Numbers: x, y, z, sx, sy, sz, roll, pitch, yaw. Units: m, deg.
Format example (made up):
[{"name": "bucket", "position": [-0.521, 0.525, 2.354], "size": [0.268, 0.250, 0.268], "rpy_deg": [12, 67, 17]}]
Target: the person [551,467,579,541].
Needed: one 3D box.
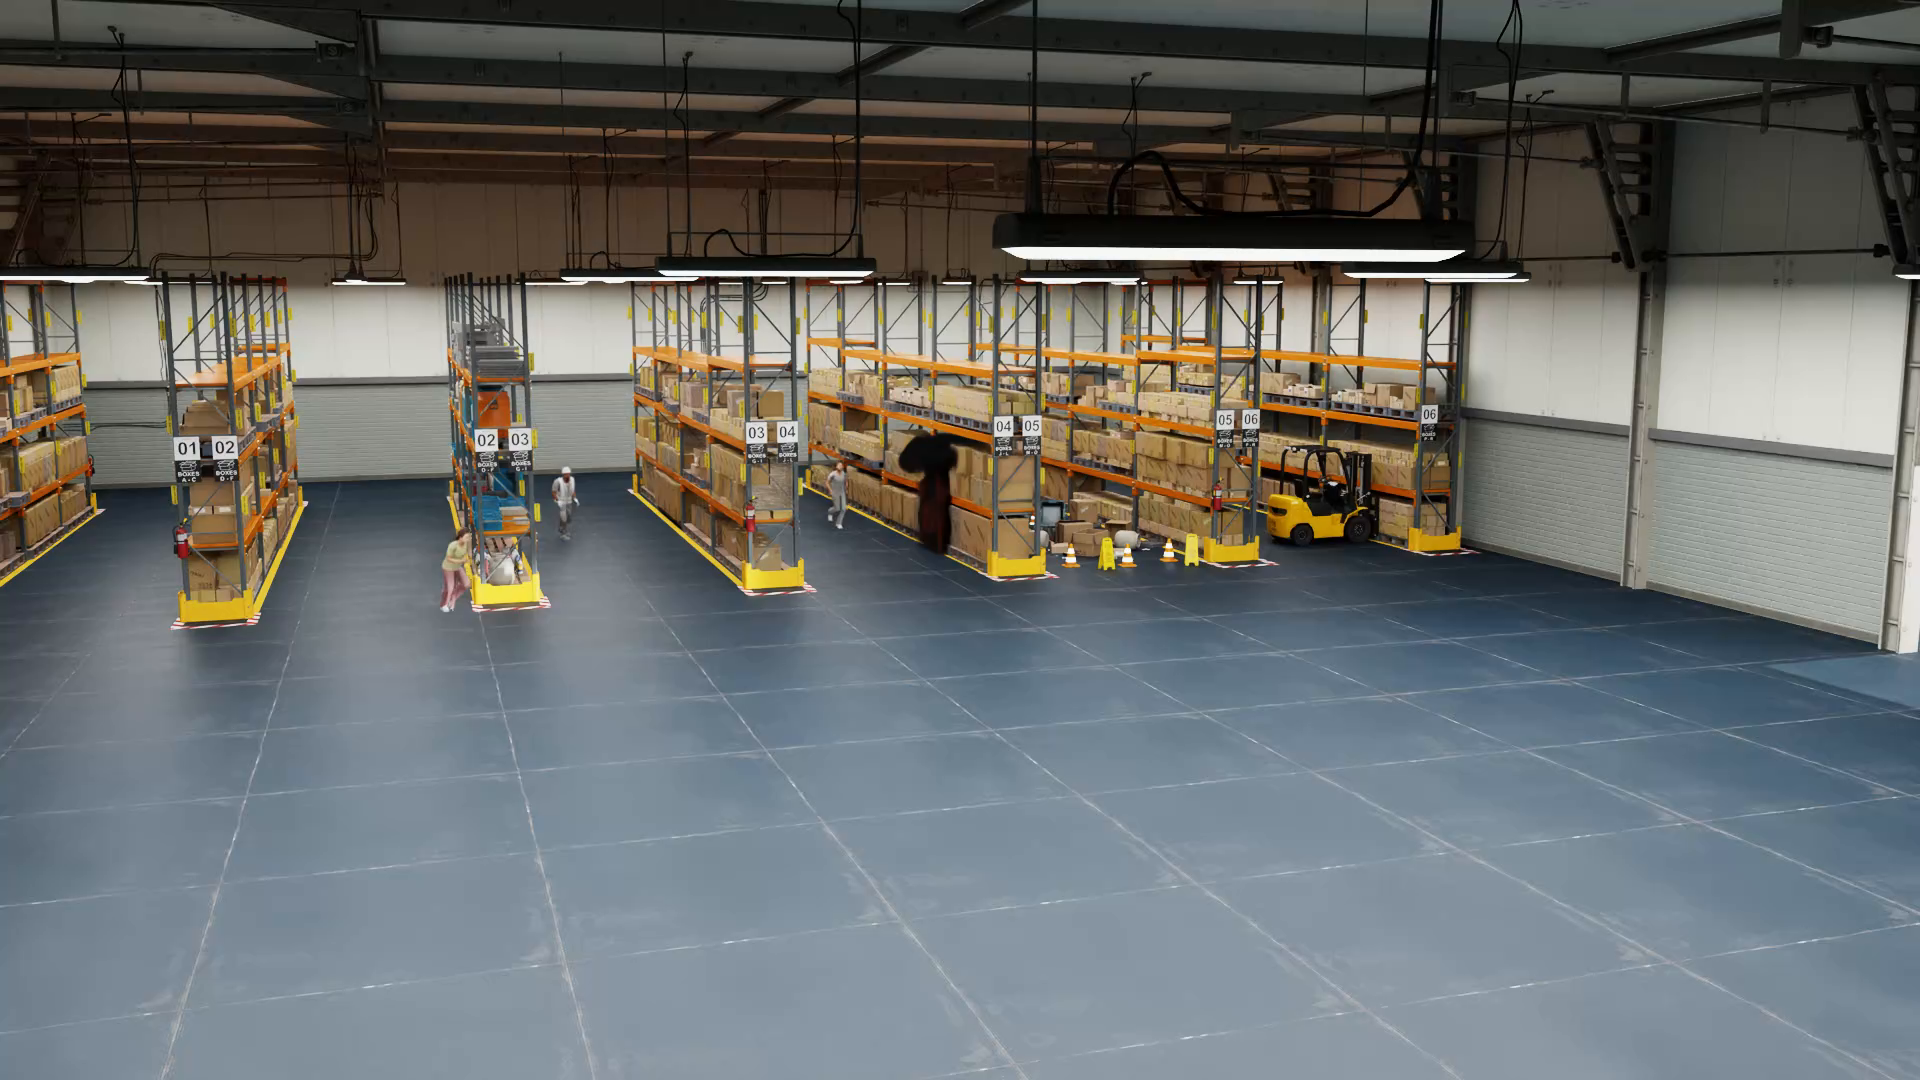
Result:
[{"name": "person", "position": [-9.092, -0.840, 38.042], "size": [0.819, 1.718, 0.661], "rpy_deg": [7, 11, 38]}]

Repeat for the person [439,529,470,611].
[{"name": "person", "position": [-8.952, 0.532, 29.572], "size": [0.852, 1.498, 0.609], "rpy_deg": [5, 10, 29]}]

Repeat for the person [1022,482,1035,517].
[{"name": "person", "position": [1.710, -1.341, 41.548], "size": [0.663, 1.647, 0.950], "rpy_deg": [-7, 11, -38]}]

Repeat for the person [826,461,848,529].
[{"name": "person", "position": [-2.972, -1.111, 40.153], "size": [0.578, 1.625, 0.616], "rpy_deg": [-5, 10, -32]}]
